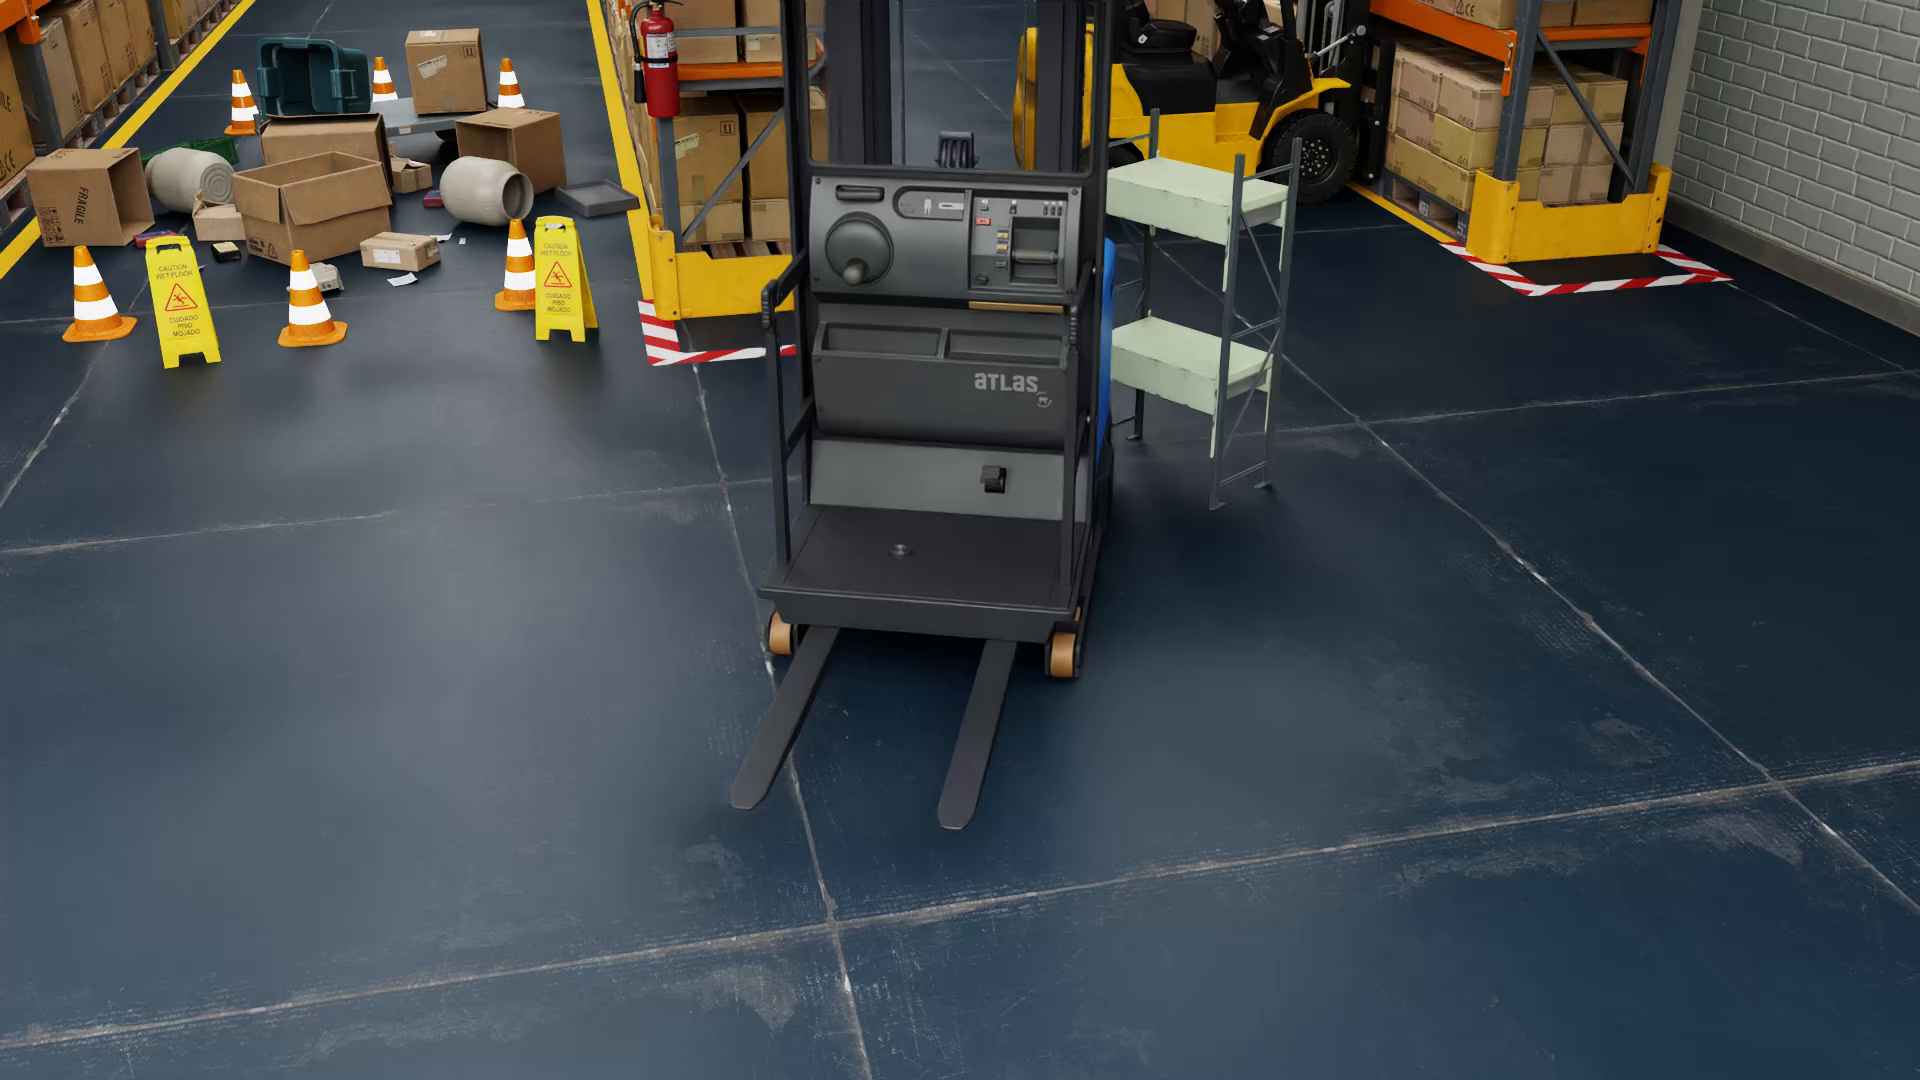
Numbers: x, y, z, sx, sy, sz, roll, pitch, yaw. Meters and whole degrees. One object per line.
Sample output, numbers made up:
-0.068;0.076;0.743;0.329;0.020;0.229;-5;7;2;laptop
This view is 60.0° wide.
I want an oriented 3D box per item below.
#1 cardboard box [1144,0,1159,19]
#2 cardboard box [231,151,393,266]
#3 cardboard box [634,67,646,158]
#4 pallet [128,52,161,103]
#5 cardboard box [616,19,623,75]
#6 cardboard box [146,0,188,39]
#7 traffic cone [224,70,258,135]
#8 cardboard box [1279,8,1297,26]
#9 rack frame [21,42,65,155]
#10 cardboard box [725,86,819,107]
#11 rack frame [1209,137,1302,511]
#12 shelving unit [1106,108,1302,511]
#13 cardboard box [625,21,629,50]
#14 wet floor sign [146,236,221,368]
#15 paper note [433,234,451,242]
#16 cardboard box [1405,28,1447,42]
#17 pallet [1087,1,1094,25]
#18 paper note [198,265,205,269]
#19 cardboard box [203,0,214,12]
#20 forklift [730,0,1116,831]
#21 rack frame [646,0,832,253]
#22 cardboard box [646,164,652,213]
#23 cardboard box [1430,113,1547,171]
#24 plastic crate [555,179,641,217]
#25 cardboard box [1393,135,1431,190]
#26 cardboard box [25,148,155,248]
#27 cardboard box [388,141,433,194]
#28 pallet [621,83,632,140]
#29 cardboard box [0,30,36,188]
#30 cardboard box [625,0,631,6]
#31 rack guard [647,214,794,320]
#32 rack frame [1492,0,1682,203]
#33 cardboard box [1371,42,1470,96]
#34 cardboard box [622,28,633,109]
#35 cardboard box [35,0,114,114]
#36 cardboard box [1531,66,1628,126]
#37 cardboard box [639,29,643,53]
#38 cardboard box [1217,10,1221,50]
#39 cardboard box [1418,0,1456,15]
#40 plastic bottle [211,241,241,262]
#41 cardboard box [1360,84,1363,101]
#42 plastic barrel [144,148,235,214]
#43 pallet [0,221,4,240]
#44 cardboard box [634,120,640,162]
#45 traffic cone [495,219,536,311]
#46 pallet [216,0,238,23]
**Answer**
2.202;-5.226;15.944;0.875;0.625;0.625;-5;27;-10;cardboard box
-3.975;-2.042;10.236;0.637;0.503;0.797;19;32;32;cardboard box
-1.775;-2.713;10.549;0.500;0.500;0.500;-7;28;-13;cardboard box
-7.611;-4.008;14.457;1.003;0.211;1.213;-6;27;-12;pallet
-2.458;-4.263;14.317;0.950;0.372;0.625;-5;27;-10;cardboard box
-7.626;-5.015;15.665;0.500;0.500;0.500;-7;28;-14;cardboard box
-5.645;-3.461;13.093;0.336;0.463;0.334;-6;27;-12;traffic cone
2.730;-3.840;12.505;0.500;0.250;0.500;-6;27;-12;cardboard box
-6.814;-3.851;11.051;1.000;3.000;0.127;-6;27;-12;rack frame
-1.153;-2.558;10.243;0.500;0.500;0.500;-7;28;-14;cardboard box
1.200;-0.857;6.783;0.400;1.500;0.023;-23;35;-38;rack frame
0.947;-0.976;7.020;0.431;1.500;0.755;-23;35;-38;shelving unit
-2.057;-3.410;11.209;0.380;0.149;0.250;-5;27;-10;cardboard box
-3.977;-1.232;8.475;0.267;0.644;0.232;-11;29;-20;wet floor sign
-3.310;-1.912;10.518;0.148;0.019;0.142;3;27;6;paper note
3.472;-3.450;11.731;0.500;0.250;0.500;-6;27;-13;cardboard box
1.788;-5.746;17.901;1.003;0.211;1.213;-6;27;-12;pallet
-4.602;-1.611;9.910;0.144;0.017;0.142;3;27;6;paper note
-7.978;-5.684;16.991;0.500;0.500;0.500;-7;28;-13;cardboard box
-0.086;-0.997;5.473;1.130;2.935;3.031;4;27;8;forklift
-1.112;-2.642;8.656;1.000;3.000;0.127;-6;27;-12;rack frame
-1.666;-2.158;10.282;0.500;0.250;0.500;-6;27;-11;cardboard box
3.308;-2.513;10.430;0.500;0.250;0.500;-6;27;-12;cardboard box
-2.459;-2.322;11.262;0.402;0.080;0.583;-16;31;-29;plastic crate
3.206;-2.501;10.962;0.500;0.250;0.500;-6;27;-12;cardboard box
-5.464;-2.159;10.470;0.500;0.500;0.500;-1;27;-3;cardboard box
-3.921;-2.602;11.610;0.396;0.266;0.258;19;32;32;cardboard box
-2.191;-3.495;13.440;1.003;0.211;1.213;-6;27;-12;pallet
-6.740;-2.807;10.874;0.875;0.875;0.875;-6;27;-11;cardboard box
-1.976;-3.552;10.738;0.380;0.149;0.250;-6;27;-11;cardboard box
-1.130;-1.559;9.285;1.175;0.500;0.348;-6;27;-12;rack guard
3.723;-3.148;9.657;1.000;3.000;0.127;-6;27;-12;rack frame
3.071;-3.169;11.175;0.500;0.250;0.500;-6;27;-11;cardboard box
-2.144;-3.406;11.923;0.500;0.500;0.500;-5;27;-9;cardboard box
-7.255;-3.721;12.825;1.050;0.750;0.750;-6;27;-12;cardboard box
3.799;-2.784;10.413;0.500;0.250;0.500;-6;27;-12;cardboard box
-1.570;-2.772;9.192;0.380;0.149;0.250;-6;27;-12;cardboard box
2.693;-4.259;14.028;0.875;0.625;0.625;-5;27;-9;cardboard box
3.248;-3.610;10.463;0.500;0.500;0.500;-5;27;-10;cardboard box
-4.512;-1.777;10.204;0.133;0.061;0.283;-16;31;-29;plastic bottle
2.960;-3.179;11.749;0.500;0.250;0.500;-6;27;-12;cardboard box
-5.064;-2.359;10.953;0.512;0.421;0.421;13;30;24;plastic barrel
-6.440;-1.728;9.939;1.003;0.211;1.213;-6;27;-12;pallet
-2.013;-2.838;11.630;0.500;0.250;0.500;-4;27;-9;cardboard box
-2.466;-1.567;9.342;0.336;0.463;0.334;-6;27;-12;traffic cone
-8.440;-5.777;17.960;1.003;0.211;1.213;-6;27;-12;pallet
